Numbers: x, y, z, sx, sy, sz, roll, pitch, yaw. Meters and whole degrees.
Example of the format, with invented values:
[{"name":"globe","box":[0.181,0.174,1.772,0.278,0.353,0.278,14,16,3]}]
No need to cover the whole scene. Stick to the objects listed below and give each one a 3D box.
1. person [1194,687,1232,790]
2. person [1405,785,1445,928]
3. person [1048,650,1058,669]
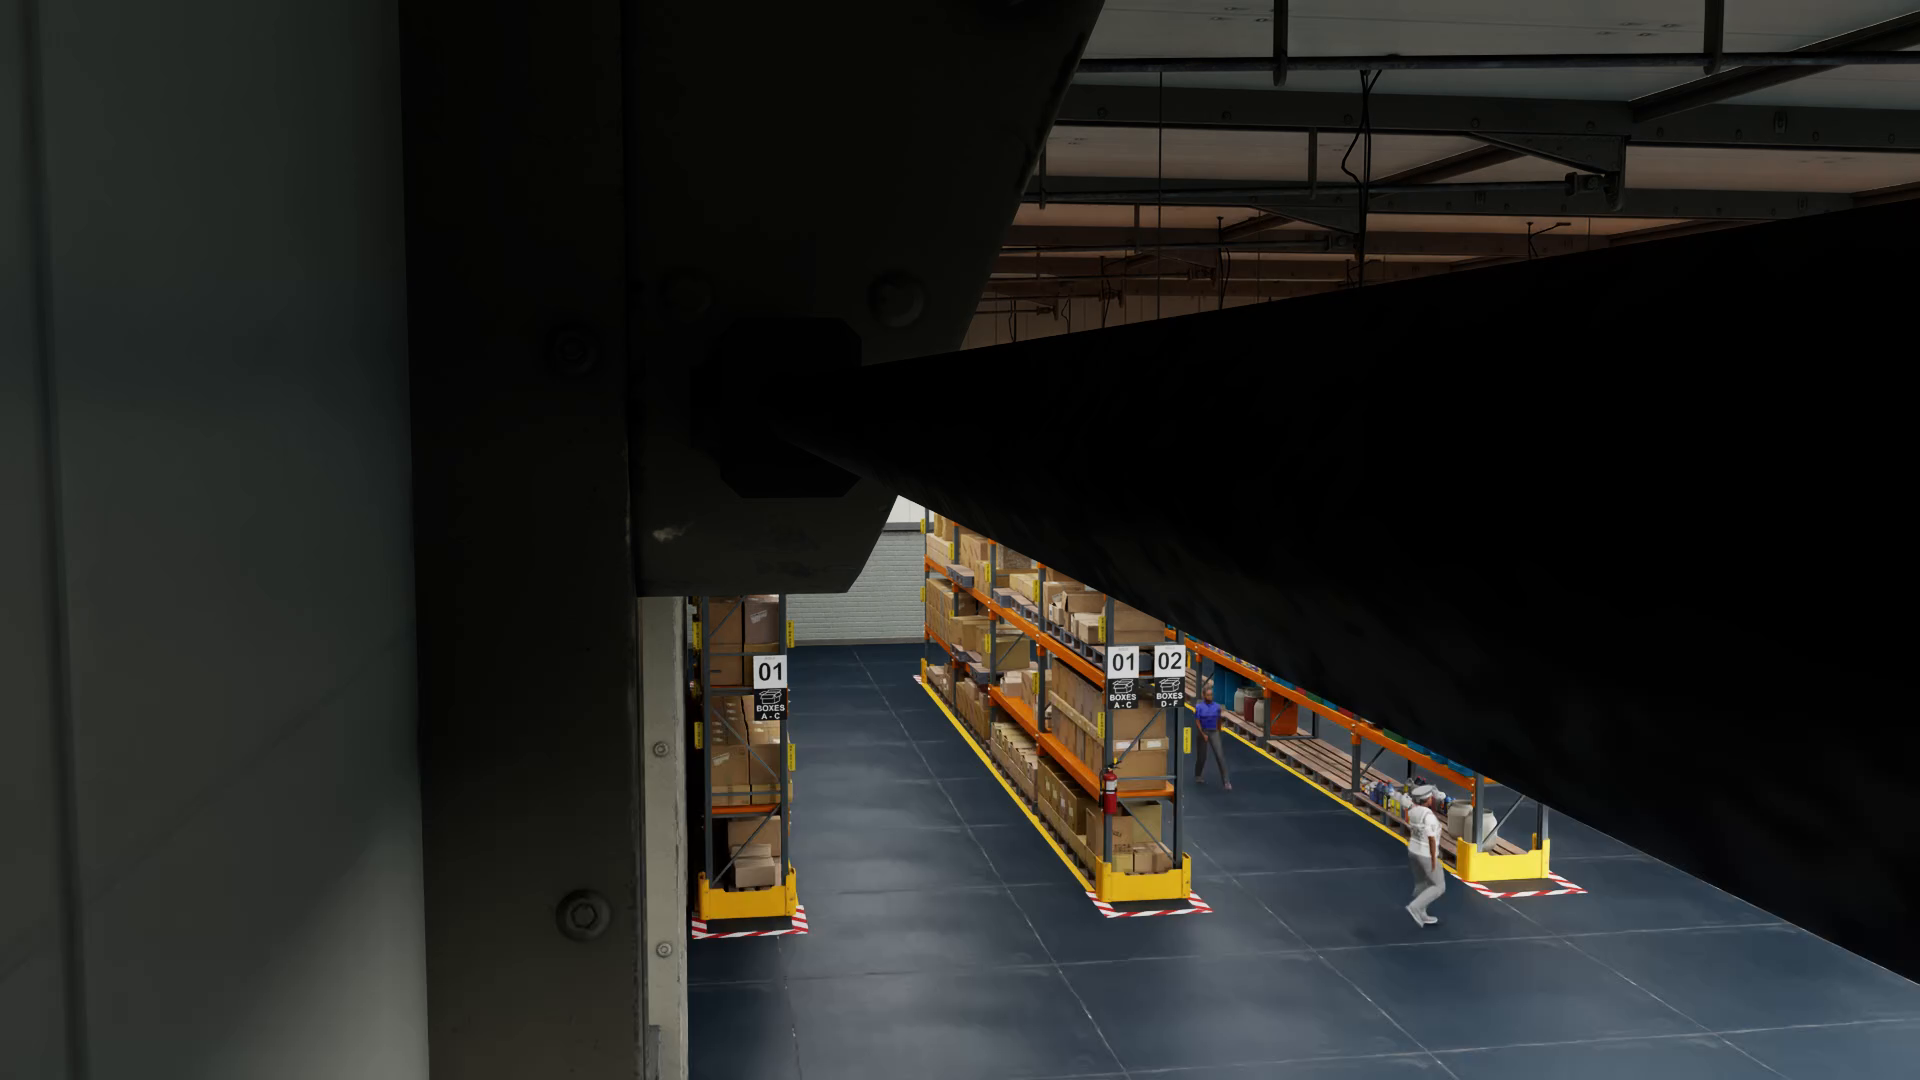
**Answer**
[{"name":"person","box":[4.074,3.171,26.817,0.577,1.591,0.802,0,5,2]},{"name":"person","box":[5.465,3.745,19.697,0.544,1.677,0.486,-2,5,-22]},{"name":"person","box":[1.975,2.406,35.655,0.658,1.586,0.753,0,5,1]}]
